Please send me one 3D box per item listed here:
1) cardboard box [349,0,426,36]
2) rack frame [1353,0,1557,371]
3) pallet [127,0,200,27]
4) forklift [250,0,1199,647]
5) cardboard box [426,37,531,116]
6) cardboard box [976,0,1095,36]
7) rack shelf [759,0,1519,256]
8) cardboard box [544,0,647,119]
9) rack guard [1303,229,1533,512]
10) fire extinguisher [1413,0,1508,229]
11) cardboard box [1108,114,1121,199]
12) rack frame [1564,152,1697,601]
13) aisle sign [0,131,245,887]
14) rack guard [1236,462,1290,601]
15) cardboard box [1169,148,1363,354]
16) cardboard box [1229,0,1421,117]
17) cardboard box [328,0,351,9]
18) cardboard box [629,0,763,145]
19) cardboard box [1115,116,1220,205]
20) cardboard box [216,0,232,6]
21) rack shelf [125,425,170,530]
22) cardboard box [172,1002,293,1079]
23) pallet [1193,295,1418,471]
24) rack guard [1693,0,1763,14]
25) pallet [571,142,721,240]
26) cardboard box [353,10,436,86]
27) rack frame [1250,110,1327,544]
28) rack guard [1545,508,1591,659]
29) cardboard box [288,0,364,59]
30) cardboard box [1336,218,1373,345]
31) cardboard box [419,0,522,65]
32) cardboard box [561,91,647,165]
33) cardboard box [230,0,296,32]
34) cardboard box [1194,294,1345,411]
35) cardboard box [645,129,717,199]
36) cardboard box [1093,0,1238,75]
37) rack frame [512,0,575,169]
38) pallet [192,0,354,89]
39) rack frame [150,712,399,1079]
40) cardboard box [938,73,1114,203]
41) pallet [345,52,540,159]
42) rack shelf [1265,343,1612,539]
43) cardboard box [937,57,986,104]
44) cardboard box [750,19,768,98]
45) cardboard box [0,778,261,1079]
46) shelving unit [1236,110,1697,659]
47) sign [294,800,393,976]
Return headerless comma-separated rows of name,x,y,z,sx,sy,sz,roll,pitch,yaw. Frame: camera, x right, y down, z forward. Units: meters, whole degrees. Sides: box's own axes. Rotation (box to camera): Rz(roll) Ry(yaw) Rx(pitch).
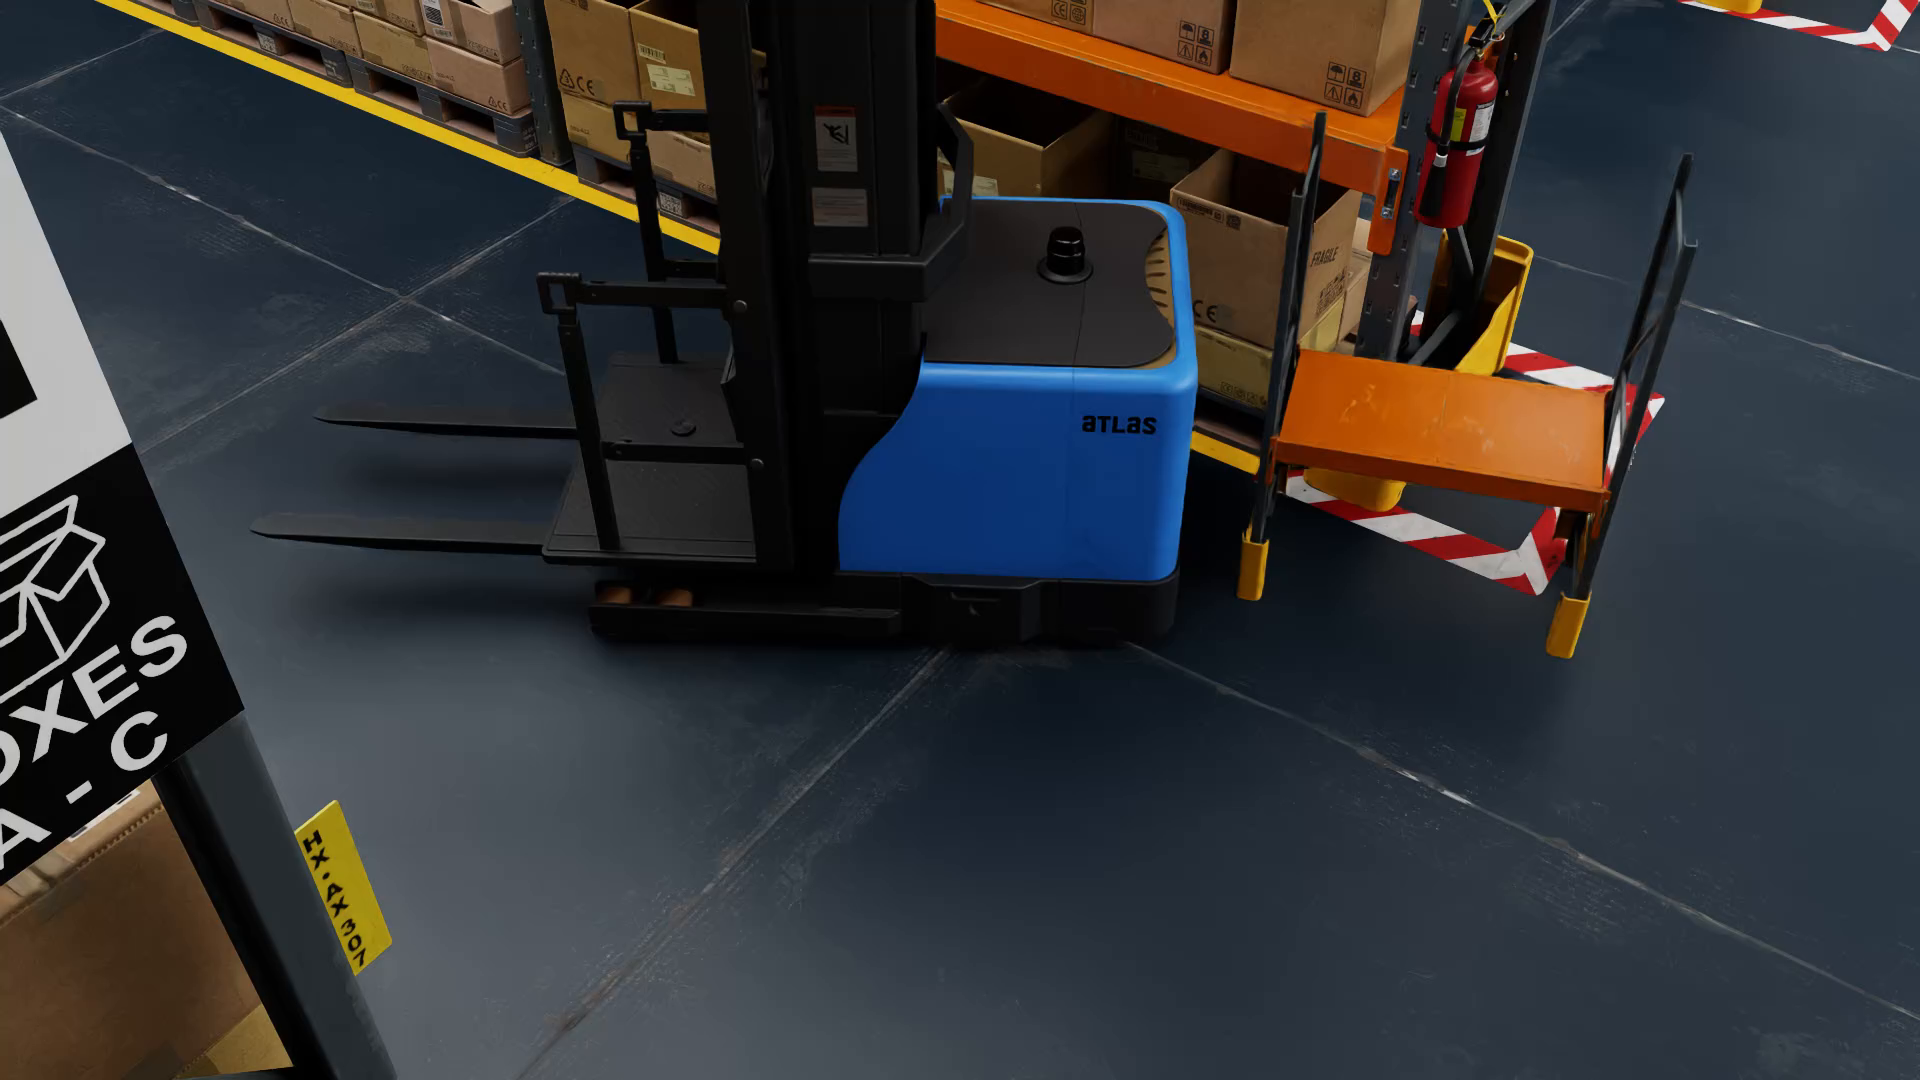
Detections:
cardboard box,-2.532,-2.659,7.798,0.500,0.311,0.500,26,48,26
rack frame,1.669,-1.592,5.280,0.127,3.000,1.000,25,48,25
pallet,-4.229,-3.279,9.257,1.213,0.211,1.003,25,48,25
forklift,-0.799,-1.123,4.807,3.031,2.935,1.130,2,42,2
cardboard box,-2.112,-2.256,7.769,0.500,0.250,0.500,25,47,25
cardboard box,0.458,-2.207,5.892,0.500,0.500,0.700,25,48,26
rack shelf,0.031,-2.090,6.375,4.000,0.370,1.077,25,48,25
cardboard box,-1.406,-2.186,7.129,0.500,0.500,0.500,25,48,25
rack guard,1.688,-0.651,6.103,0.348,0.500,1.175,25,48,25
fire extinguisher,1.499,-1.264,4.972,0.183,0.674,0.296,25,48,25
cardboard box,0.530,-1.705,6.591,0.500,0.500,0.500,25,48,25
rack frame,1.989,-0.369,4.993,0.032,1.500,0.500,10,44,13
aisle sign,-0.941,0.009,1.541,0.004,0.787,0.394,25,48,25
rack guard,1.035,-0.084,5.649,0.087,0.250,0.587,10,44,13
cardboard box,1.059,-1.046,5.854,0.500,0.500,0.500,25,48,25
cardboard box,1.294,-1.815,5.454,0.500,0.500,0.700,25,48,25
cardboard box,-2.939,-2.851,8.013,0.500,0.311,0.500,25,47,25
cardboard box,-0.992,-1.999,6.920,0.500,0.500,0.500,25,48,25
cardboard box,0.947,-1.521,6.385,0.500,0.500,0.500,25,48,25
cardboard box,-3.780,-3.038,8.643,0.500,0.250,0.500,24,47,24
rack shelf,-2.810,-0.502,2.351,4.000,0.370,1.077,25,48,25
cardboard box,-1.390,0.802,2.702,0.500,0.250,0.500,24,47,24
pallet,1.019,-0.823,6.511,1.213,0.211,1.003,25,48,25
rack guard,4.427,-3.367,9.138,0.348,0.500,1.175,25,48,25
pallet,-0.979,-1.757,7.555,1.213,0.211,1.003,25,48,25
cardboard box,-2.525,-2.451,7.986,0.500,0.250,0.500,24,47,25
rack frame,1.016,-0.547,5.228,0.032,1.500,0.500,10,44,13
rack guard,1.988,0.090,5.418,0.087,0.250,0.587,10,44,13
cardboard box,-2.944,-2.646,8.205,0.500,0.250,0.500,26,48,26
cardboard box,1.357,-1.051,6.422,0.500,0.250,0.500,25,48,25
cardboard box,-2.102,-2.463,7.580,0.500,0.311,0.500,25,48,25
cardboard box,-1.401,-1.912,7.385,0.500,0.250,0.500,25,48,25
cardboard box,-3.360,-2.842,8.424,0.500,0.250,0.500,26,48,26
cardboard box,1.060,-0.768,6.106,0.500,0.250,0.500,25,48,25
cardboard box,-0.994,-1.718,7.168,0.500,0.250,0.500,25,48,25
cardboard box,0.861,-2.014,5.676,0.500,0.500,0.700,26,48,26
rack frame,-1.606,-3.124,6.991,0.127,3.000,1.000,25,48,25
pallet,-3.235,-2.812,8.734,1.213,0.211,1.003,25,48,25
rack frame,-1.173,1.114,2.256,0.127,3.000,1.000,25,48,25
cardboard box,0.232,-1.421,6.273,0.500,0.500,0.500,25,48,25
pallet,-2.232,-2.345,8.213,1.213,0.211,1.003,25,48,25
rack shelf,1.508,-0.325,5.232,1.000,0.185,0.538,10,44,13
cardboard box,-0.177,-1.613,6.488,0.500,0.500,0.500,25,48,25
cardboard box,-0.587,-1.804,6.701,0.500,0.500,0.500,25,48,25
cardboard box,-1.391,0.536,2.437,0.500,0.500,0.500,25,48,25
shelving unit,1.494,-0.460,5.113,1.083,1.500,0.587,10,44,13
sign,-0.861,0.495,2.298,0.005,0.325,0.100,25,48,25
